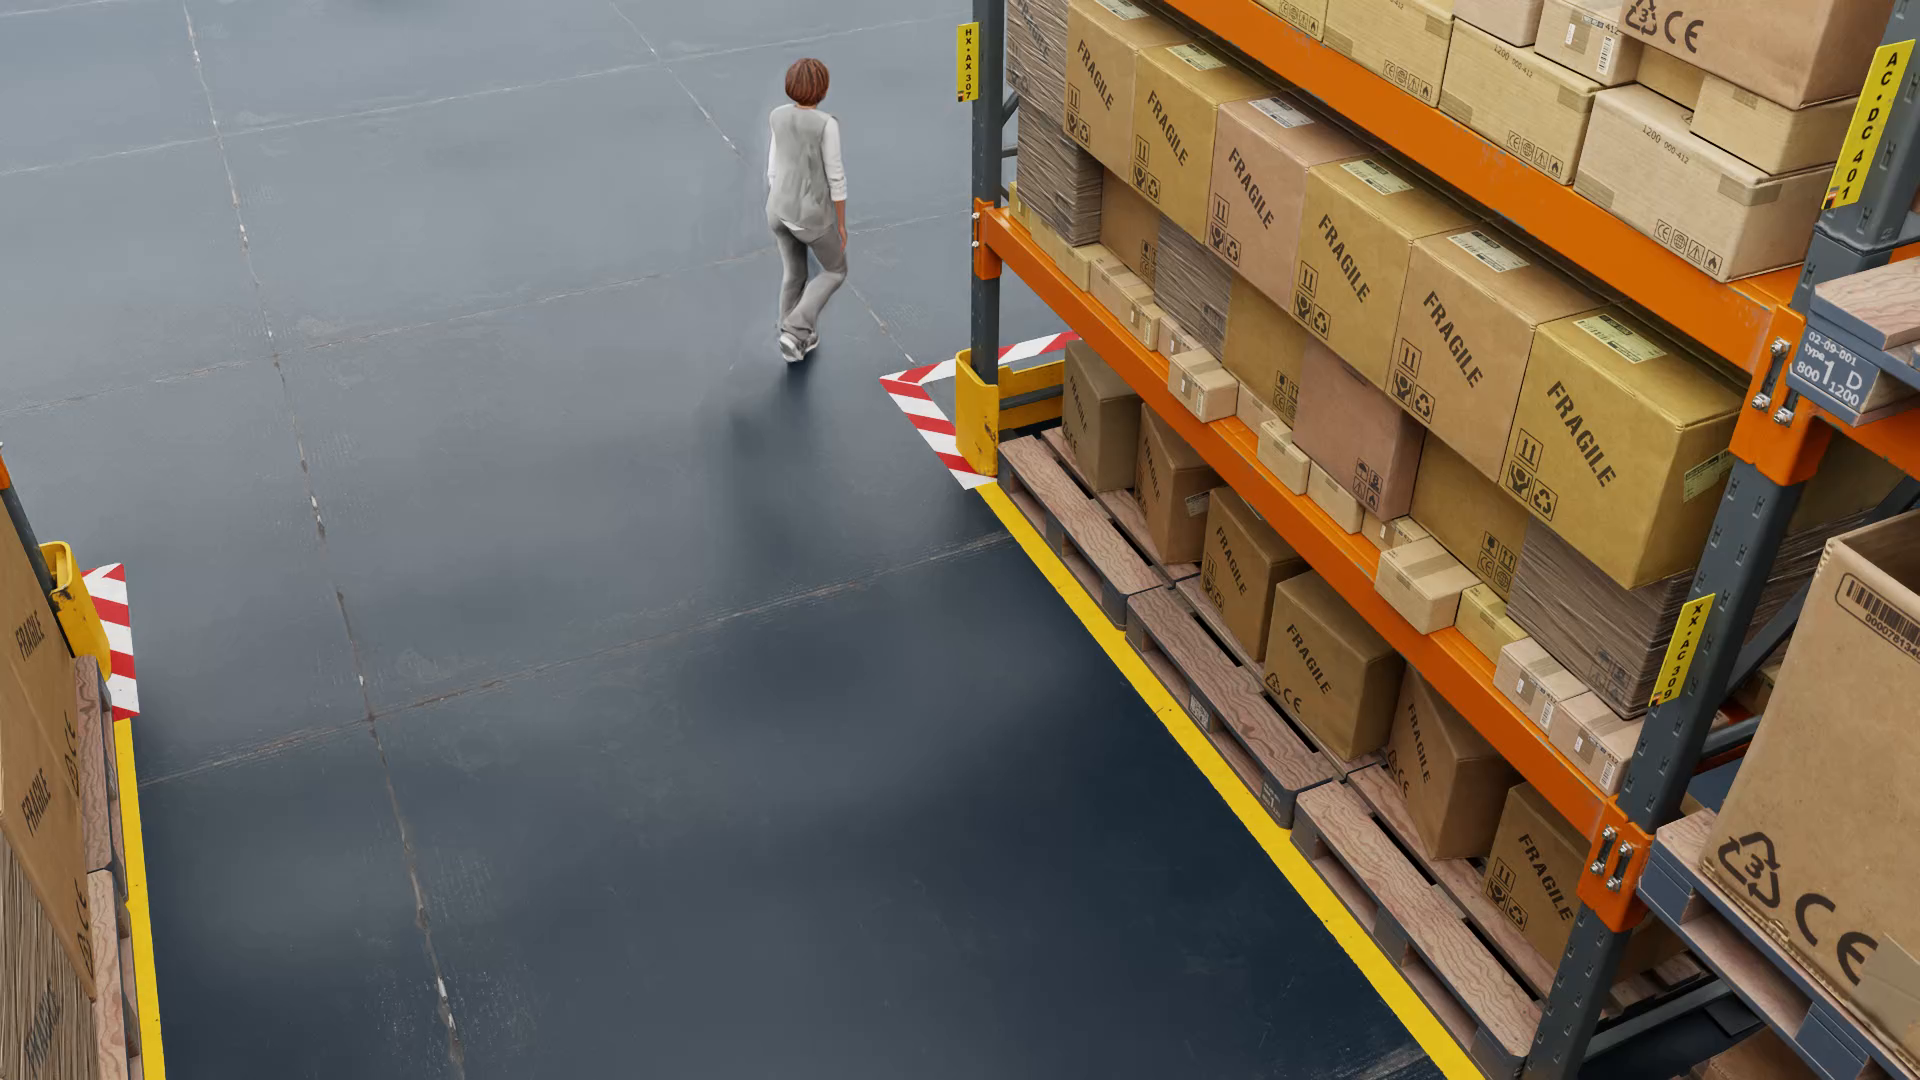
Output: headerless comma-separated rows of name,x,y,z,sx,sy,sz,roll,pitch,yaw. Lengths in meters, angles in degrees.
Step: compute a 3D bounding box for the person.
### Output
person,-0.772,-1.560,8.153,0.452,1.574,0.469,21,43,25
